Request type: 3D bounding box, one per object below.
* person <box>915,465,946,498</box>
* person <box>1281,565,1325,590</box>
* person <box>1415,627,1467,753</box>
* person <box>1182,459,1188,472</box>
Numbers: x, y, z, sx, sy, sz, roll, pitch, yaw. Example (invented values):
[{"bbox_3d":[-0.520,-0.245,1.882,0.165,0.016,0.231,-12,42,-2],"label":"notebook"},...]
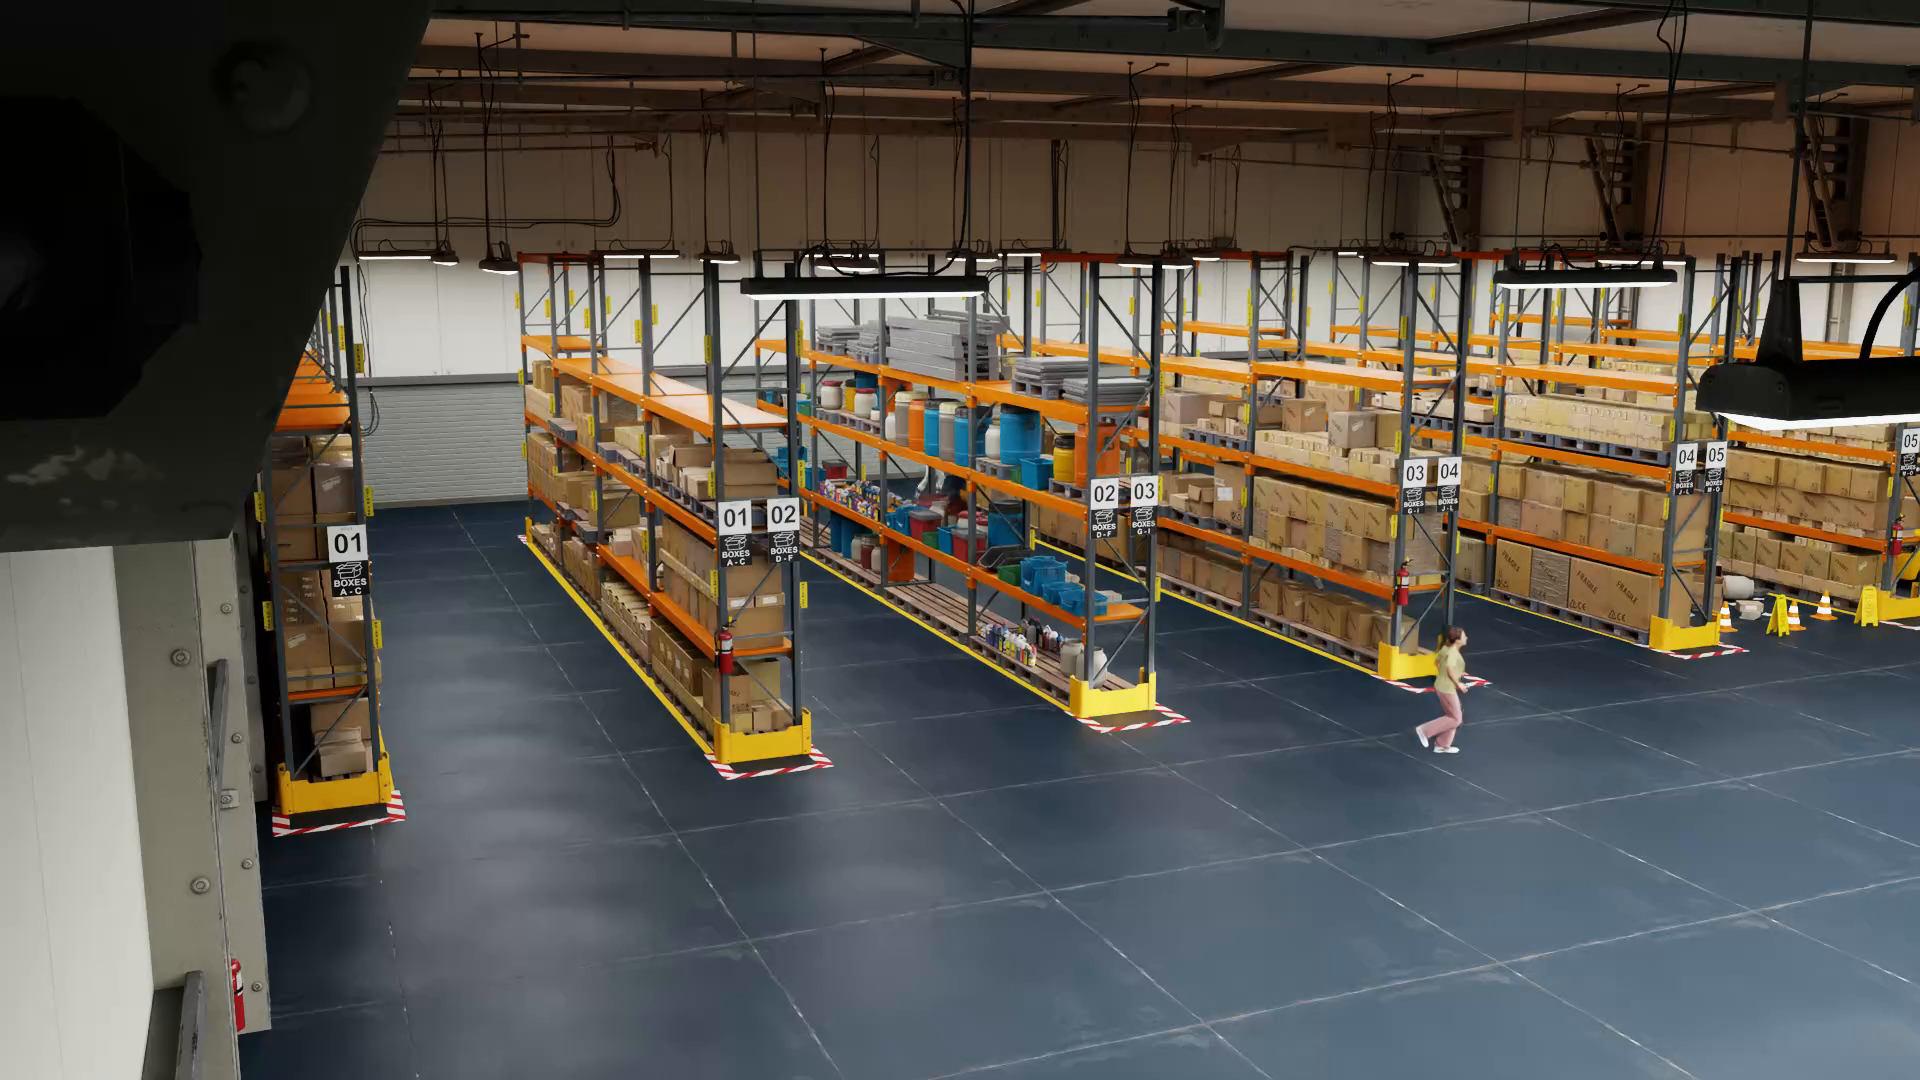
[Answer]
[{"bbox_3d":[-0.655,-1.781,39.791,0.860,1.842,0.658,1,10,6],"label":"person"},{"bbox_3d":[6.334,0.008,30.421,0.746,1.713,1.050,-9,14,-40],"label":"person"},{"bbox_3d":[5.928,1.853,20.506,0.593,1.604,0.582,0,10,2],"label":"person"},{"bbox_3d":[5.571,-2.009,41.529,0.535,1.615,0.660,2,11,10],"label":"person"}]
